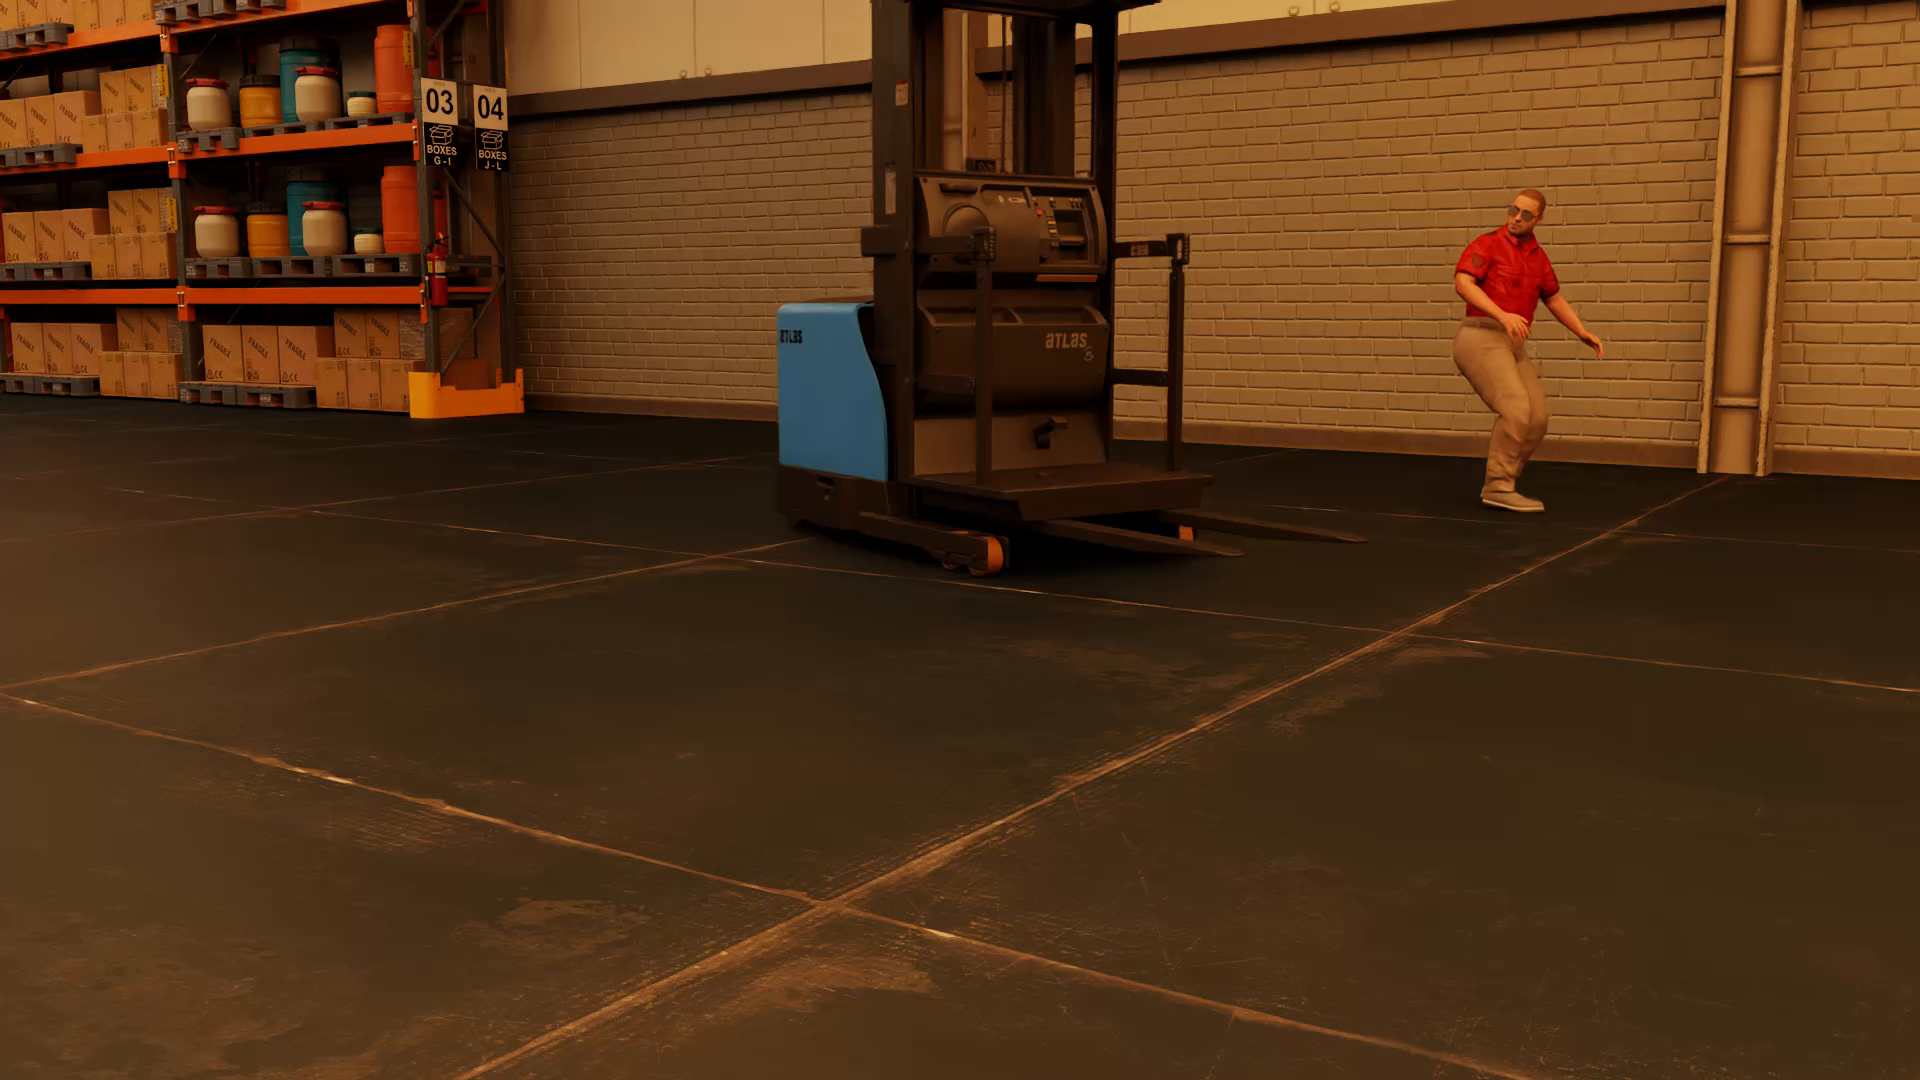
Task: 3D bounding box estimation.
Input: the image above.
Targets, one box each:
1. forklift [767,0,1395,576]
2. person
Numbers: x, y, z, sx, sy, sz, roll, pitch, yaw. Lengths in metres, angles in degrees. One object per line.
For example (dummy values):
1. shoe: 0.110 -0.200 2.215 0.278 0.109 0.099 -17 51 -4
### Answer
1. forklift: 0.399 -1.385 6.932 1.130 2.935 3.031 -7 10 -39
2. person: 2.942 -0.989 8.725 0.771 1.679 0.544 -6 10 -37
